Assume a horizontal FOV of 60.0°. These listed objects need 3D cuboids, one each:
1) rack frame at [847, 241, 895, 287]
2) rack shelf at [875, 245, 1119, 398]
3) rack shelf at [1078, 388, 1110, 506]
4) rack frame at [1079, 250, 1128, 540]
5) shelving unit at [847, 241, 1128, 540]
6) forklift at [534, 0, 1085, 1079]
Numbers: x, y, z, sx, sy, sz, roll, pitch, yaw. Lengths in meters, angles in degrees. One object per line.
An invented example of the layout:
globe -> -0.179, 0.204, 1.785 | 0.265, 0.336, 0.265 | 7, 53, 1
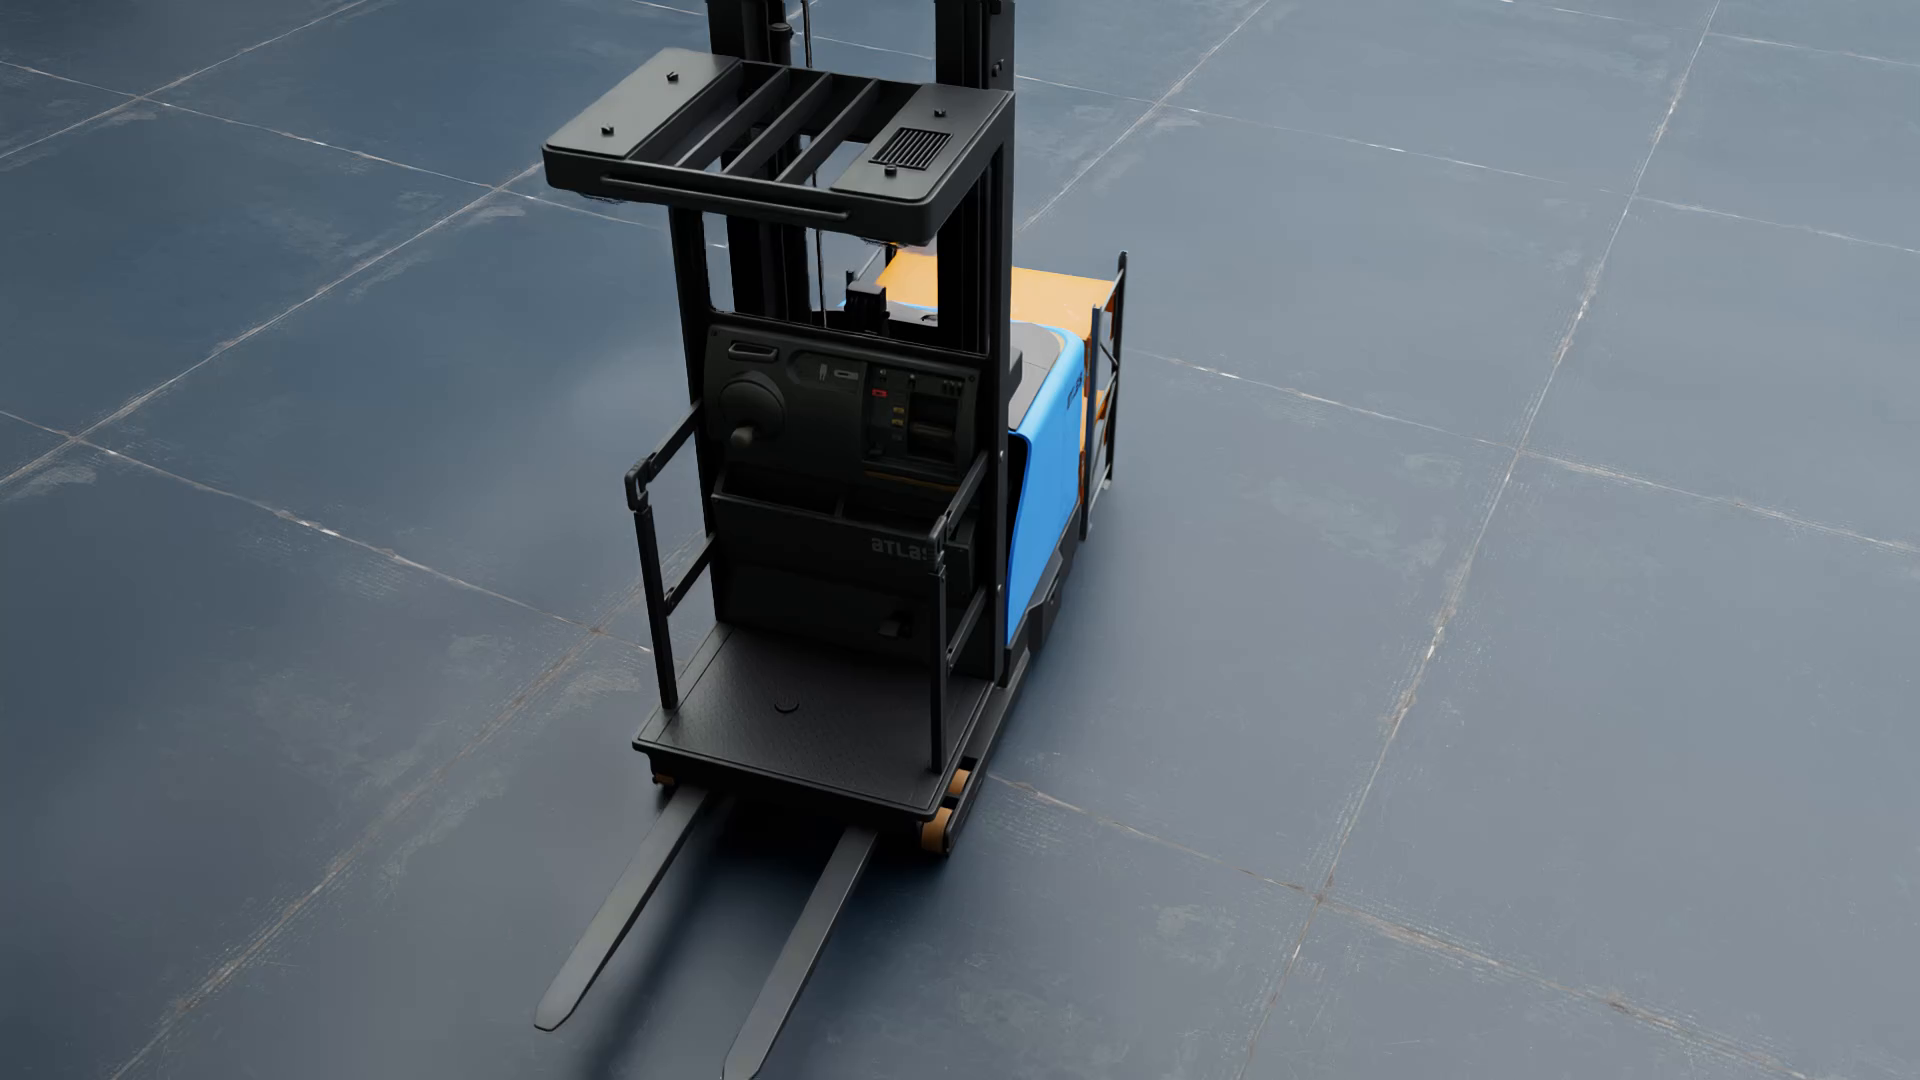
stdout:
rack frame -> -0.368, -0.781, 7.220 | 0.032, 1.125, 0.500 | 11, 39, 14
rack shelf -> 0.117, -0.921, 6.921 | 1.000, 0.278, 0.538 | 11, 39, 14
rack shelf -> 0.117, -0.493, 7.246 | 1.000, 0.278, 0.538 | 11, 39, 14
rack frame -> 0.602, -0.595, 6.976 | 0.032, 1.125, 0.500 | 11, 39, 14
shelving unit -> 0.117, -0.688, 7.098 | 1.048, 1.125, 0.538 | 11, 39, 14
forklift -> -0.455, -0.369, 5.184 | 1.130, 2.935, 3.031 | 11, 39, 15
